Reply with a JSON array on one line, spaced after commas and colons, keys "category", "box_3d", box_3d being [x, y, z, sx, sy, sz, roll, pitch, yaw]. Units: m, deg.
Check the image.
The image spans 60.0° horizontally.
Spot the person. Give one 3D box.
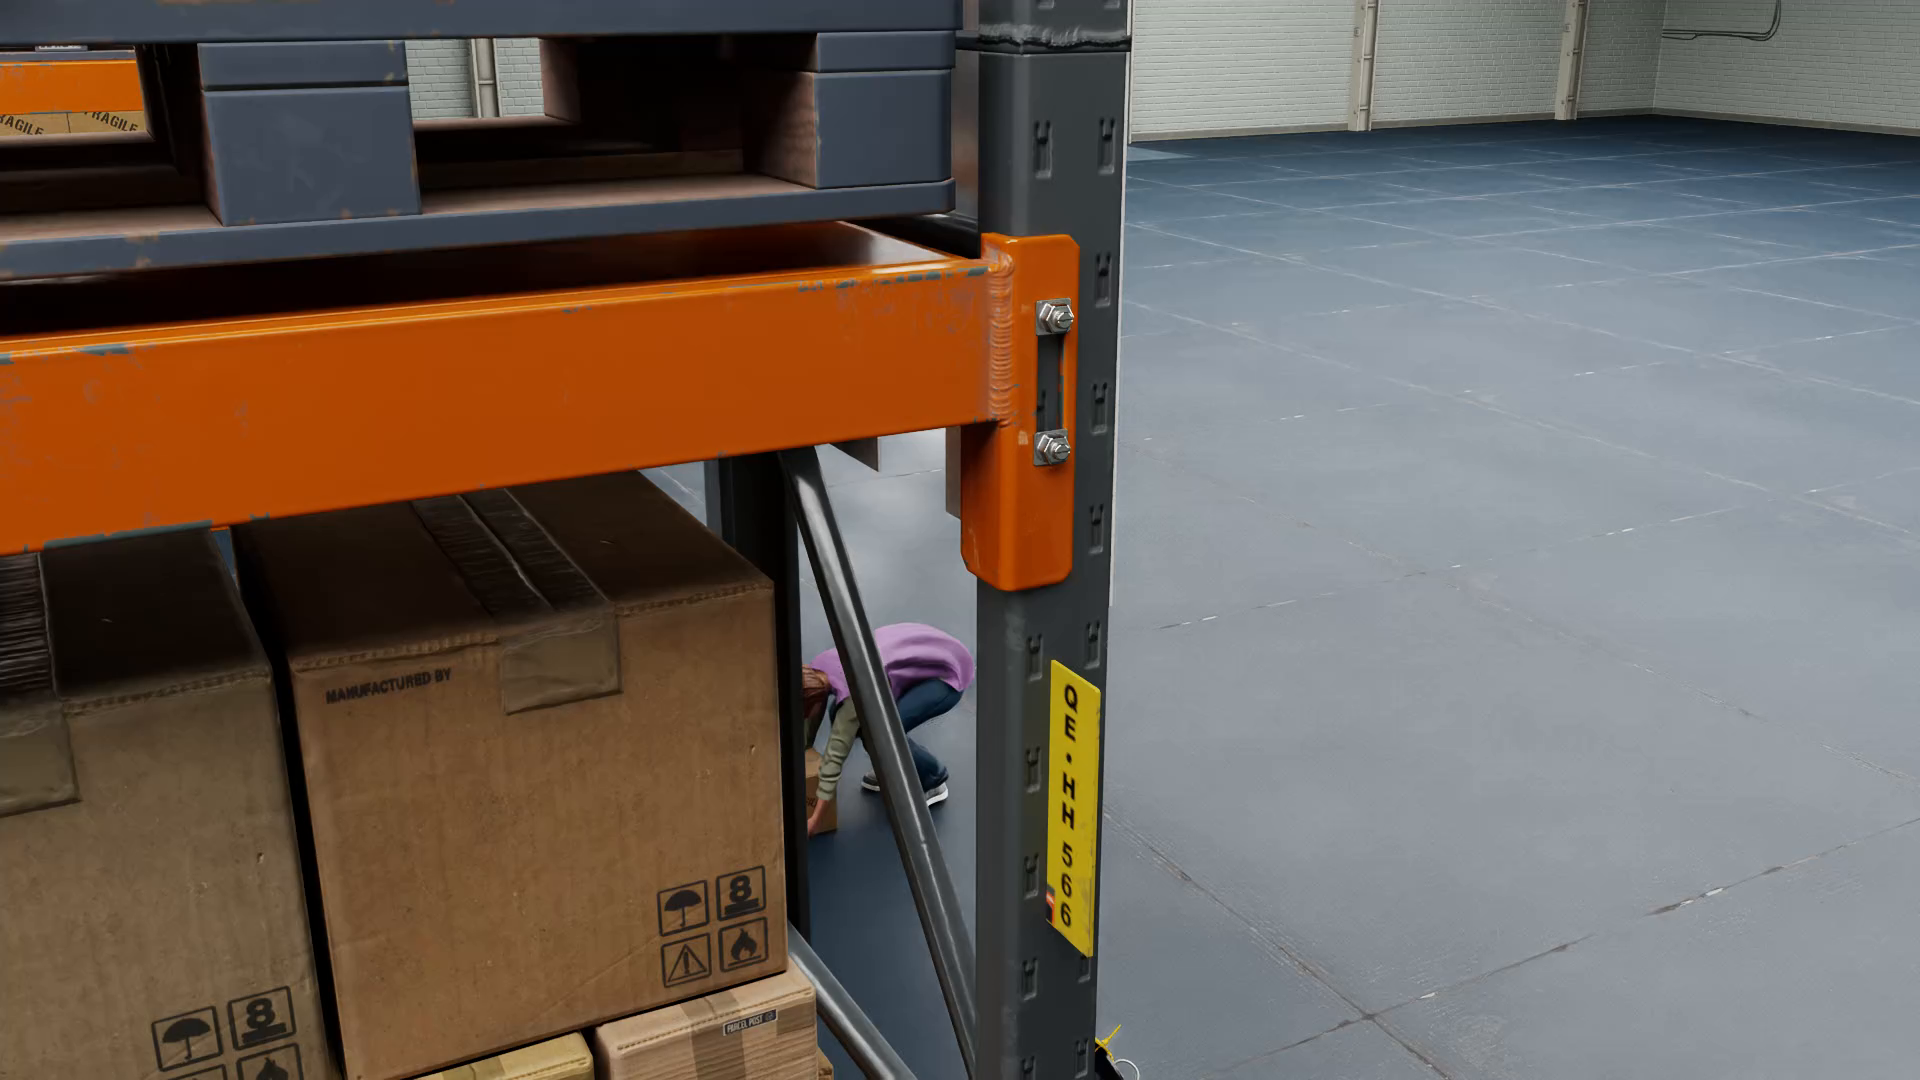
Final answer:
[{"category": "person", "box_3d": [-0.344, 0.709, 6.404, 0.873, 0.737, 0.421, -10, 21, -28]}]
